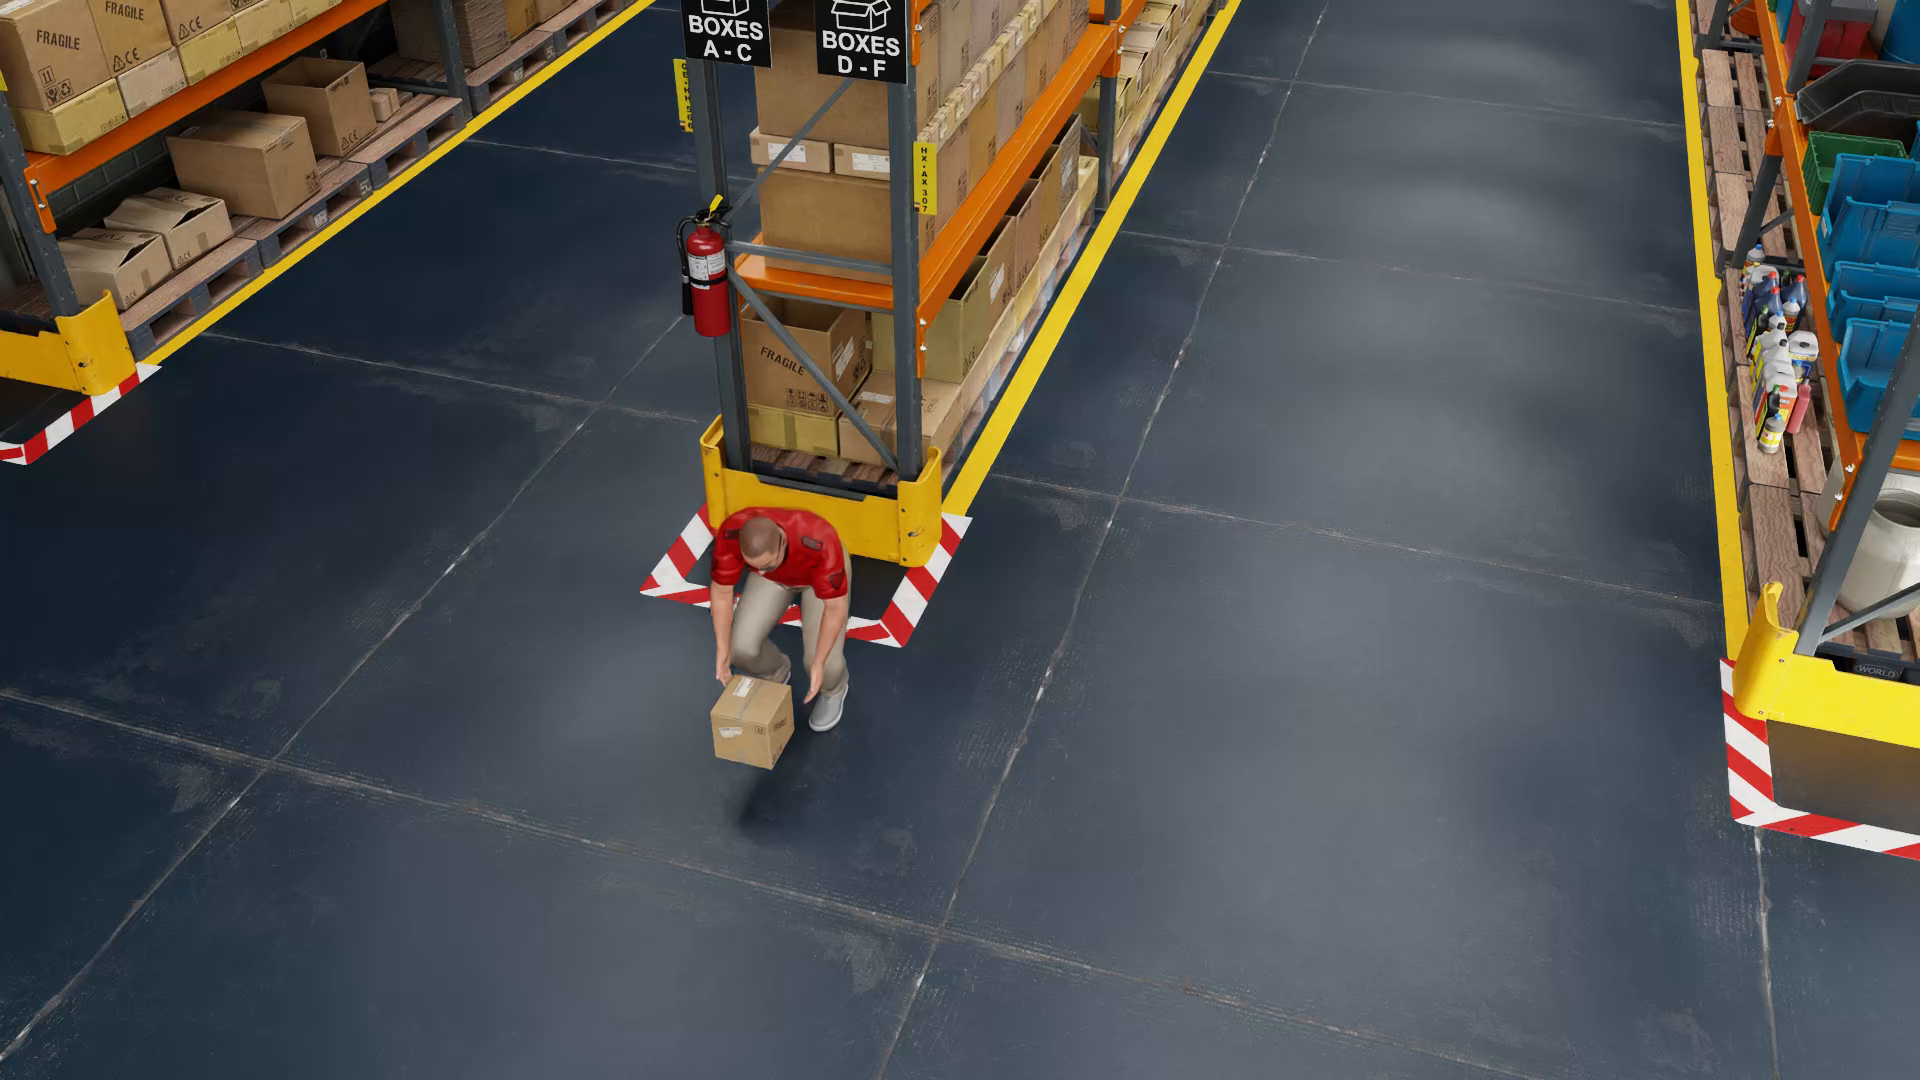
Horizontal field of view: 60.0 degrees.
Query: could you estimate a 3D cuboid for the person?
[{"bbox_3d":[-0.695,0.263,6.948,0.587,1.263,0.778,11,38,14],"label":"person"}]
